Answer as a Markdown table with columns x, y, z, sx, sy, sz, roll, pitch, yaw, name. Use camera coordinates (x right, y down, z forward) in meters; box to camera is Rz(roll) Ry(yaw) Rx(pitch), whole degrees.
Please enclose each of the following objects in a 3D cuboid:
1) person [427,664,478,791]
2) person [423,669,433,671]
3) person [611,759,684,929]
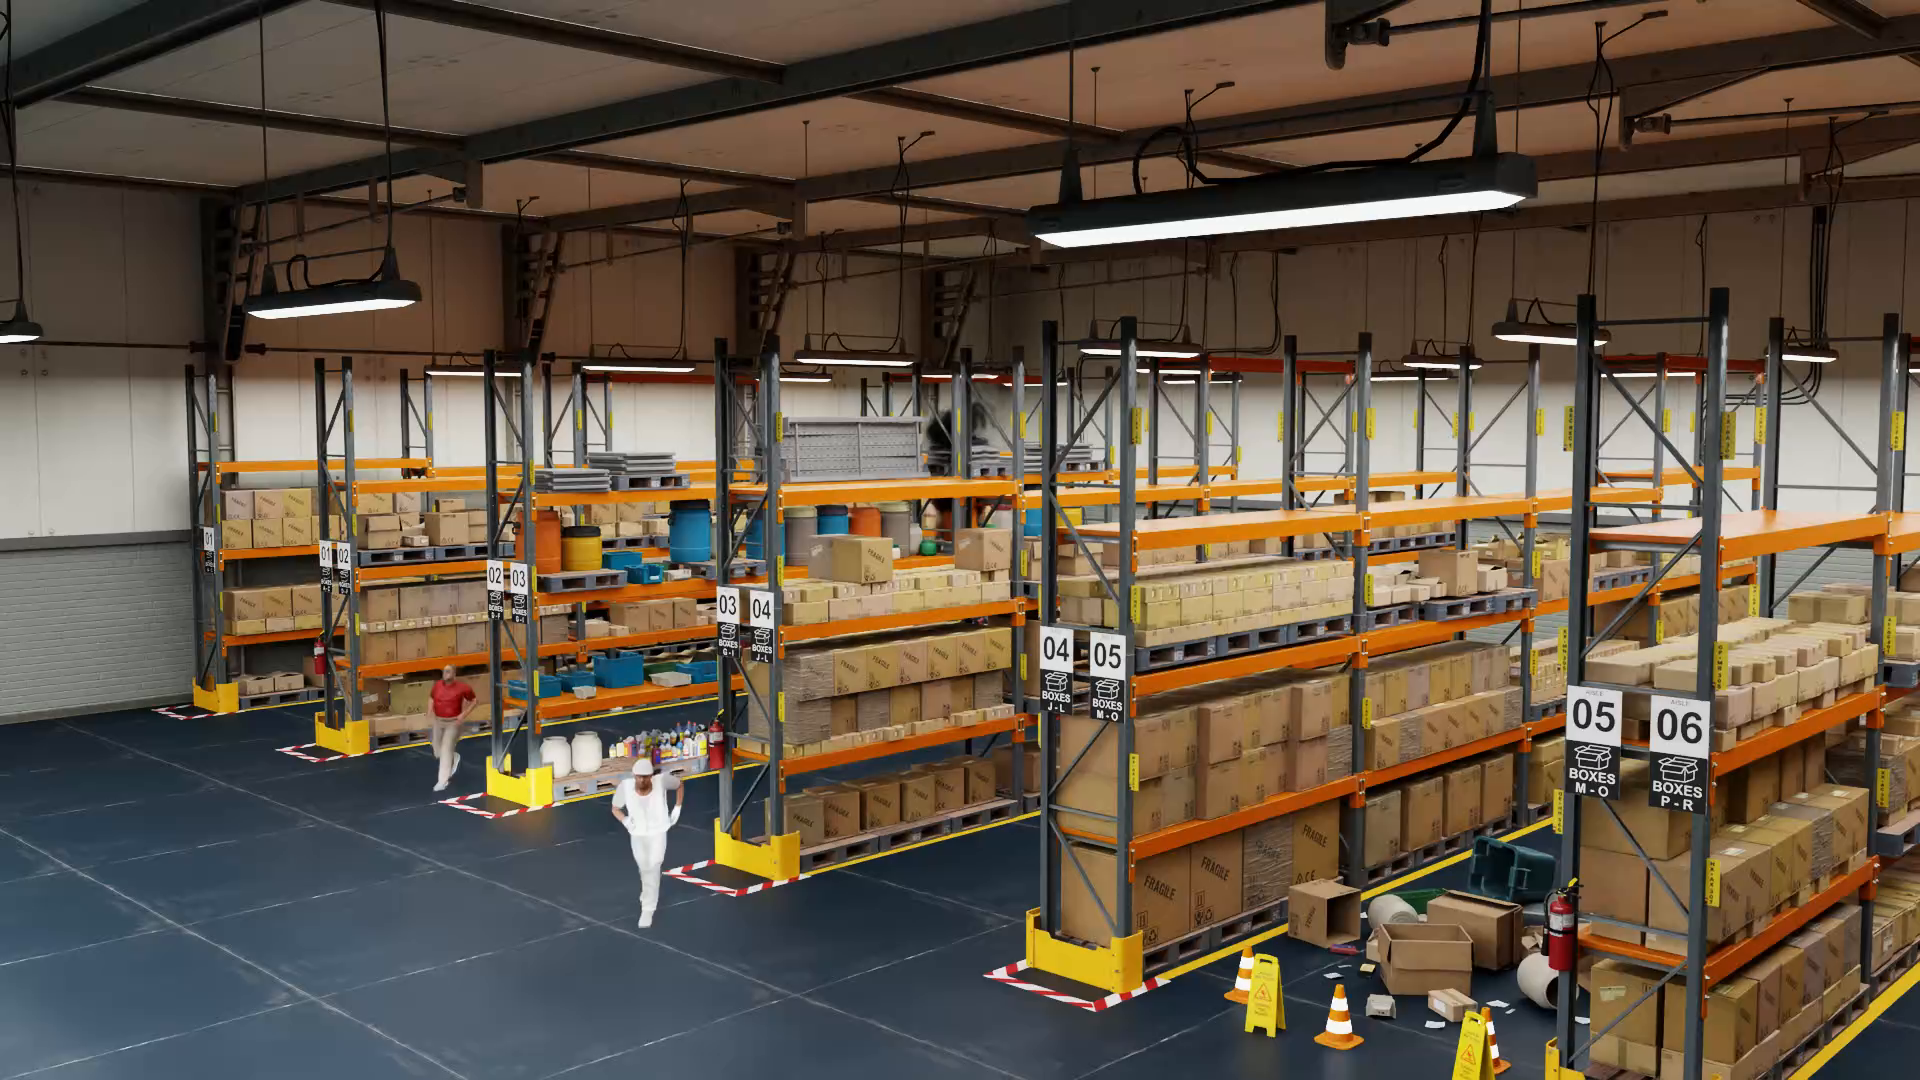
| x | y | z | sx | sy | sz | roll | pitch | yaw | name |
| --- | --- | --- | --- | --- | --- | --- | --- | --- | --- |
| -7.038 | 2.566 | 23.058 | 0.678 | 1.729 | 0.785 | 1 | 5 | 14 | person |
| -8.959 | 2.190 | 28.119 | 0.578 | 1.692 | 0.791 | 3 | 5 | 35 | person |
| -3.197 | 3.030 | 17.084 | 0.729 | 1.732 | 1.045 | -1 | 4 | -7 | person |
